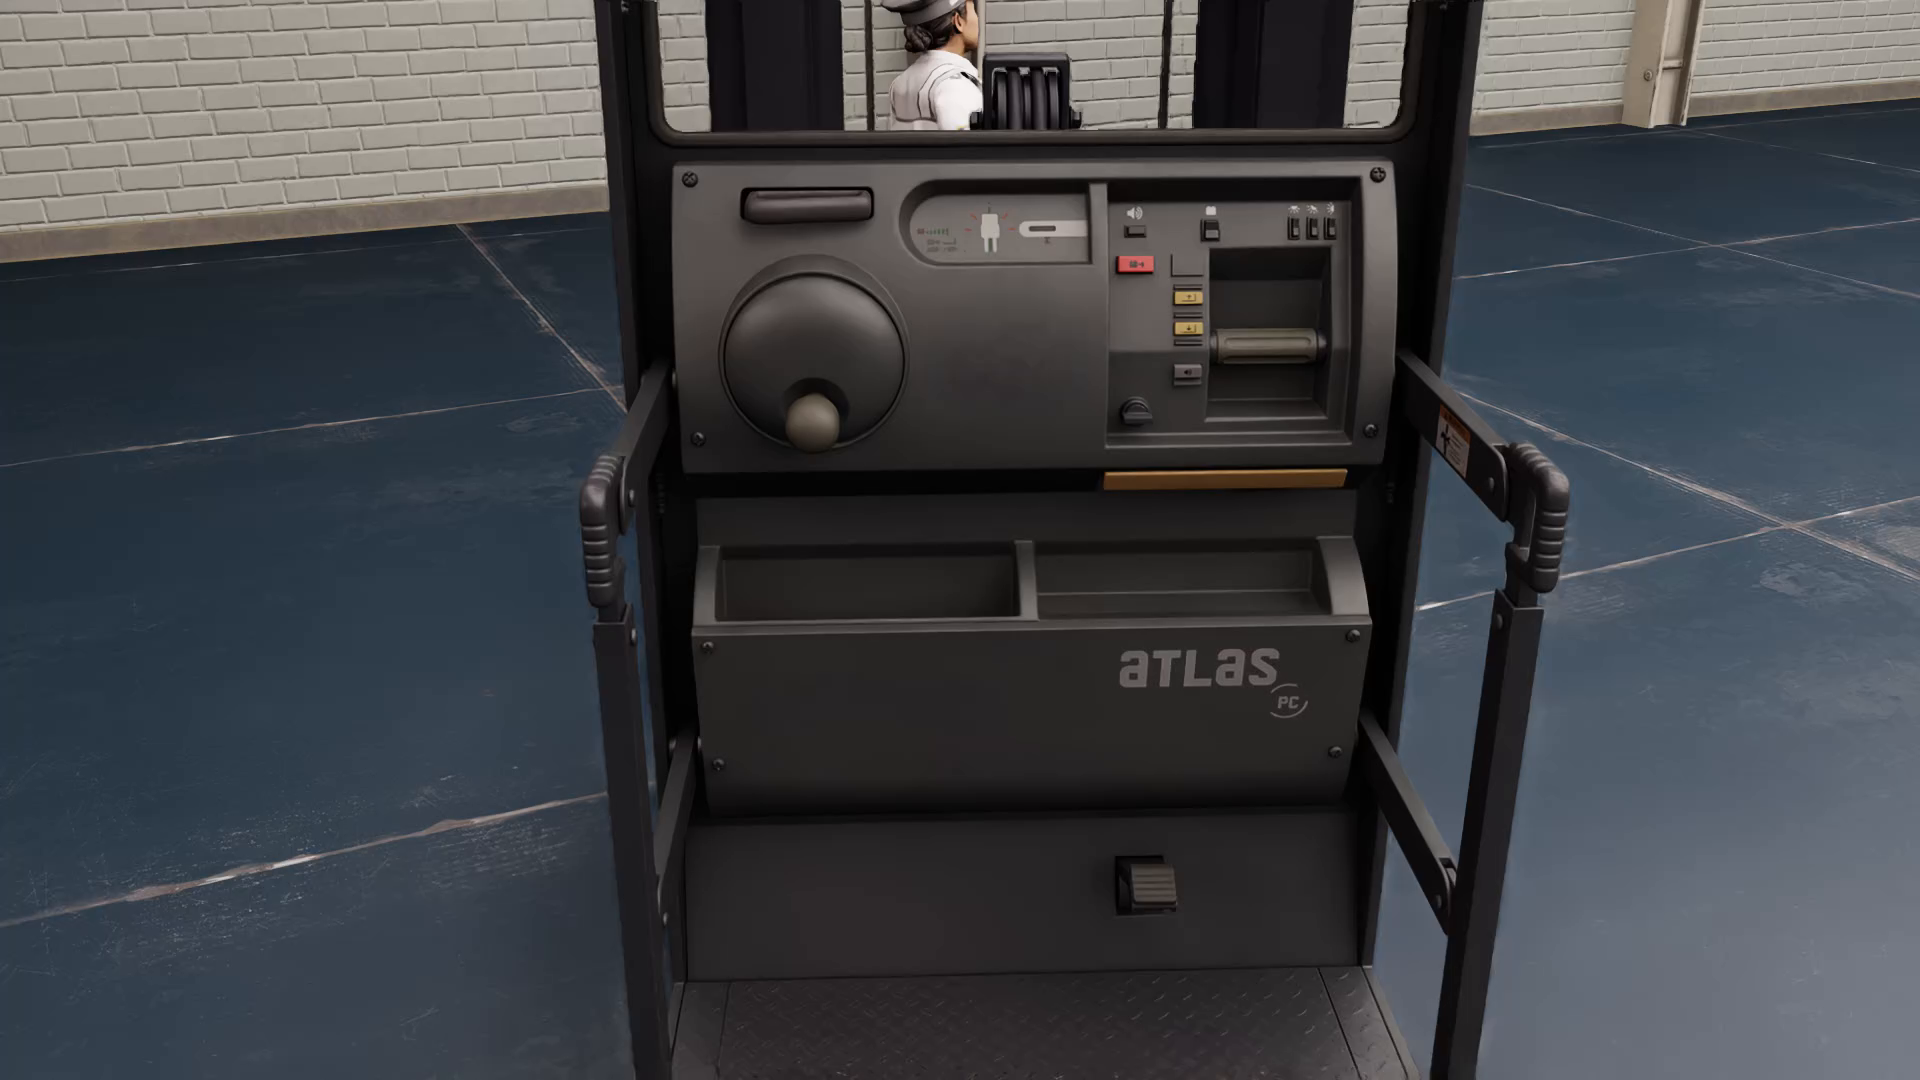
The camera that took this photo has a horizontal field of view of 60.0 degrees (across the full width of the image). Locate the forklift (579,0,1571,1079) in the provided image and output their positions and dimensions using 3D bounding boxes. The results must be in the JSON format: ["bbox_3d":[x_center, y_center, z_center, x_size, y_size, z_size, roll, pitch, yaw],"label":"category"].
[{"bbox_3d":[0.109,-0.276,1.950,1.130,2.935,3.031,-1,23,-2],"label":"forklift"}]

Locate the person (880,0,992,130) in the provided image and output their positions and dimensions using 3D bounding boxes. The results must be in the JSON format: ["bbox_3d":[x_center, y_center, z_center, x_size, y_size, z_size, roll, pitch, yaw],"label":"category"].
[{"bbox_3d":[0.063,-0.798,4.800,0.533,1.696,0.588,-10,25,-23],"label":"person"}]
